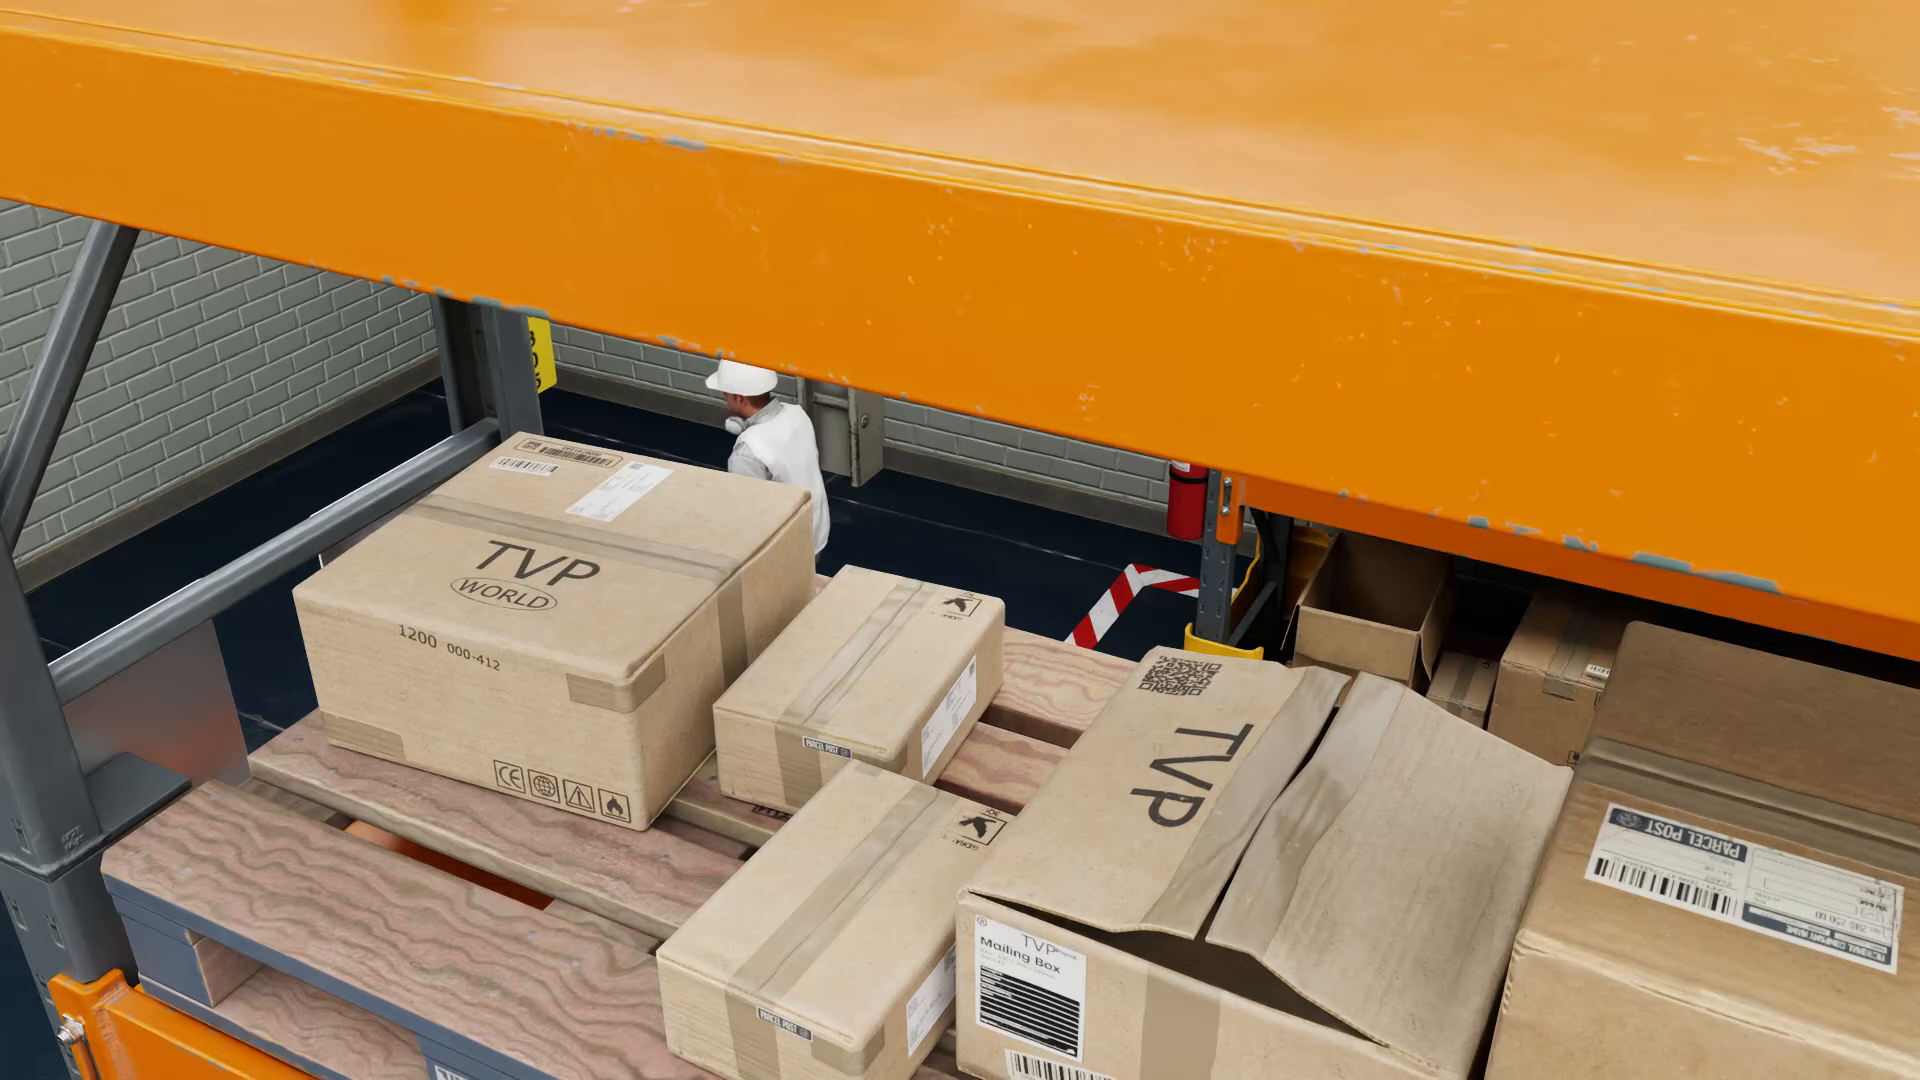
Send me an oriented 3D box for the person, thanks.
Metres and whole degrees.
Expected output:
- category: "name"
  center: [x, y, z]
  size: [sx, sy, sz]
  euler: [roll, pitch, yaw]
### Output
- category: "person"
  center: [-0.798, 0.007, 7.093]
  size: [0.465, 1.769, 0.580]
  euler: [13, 32, 21]
